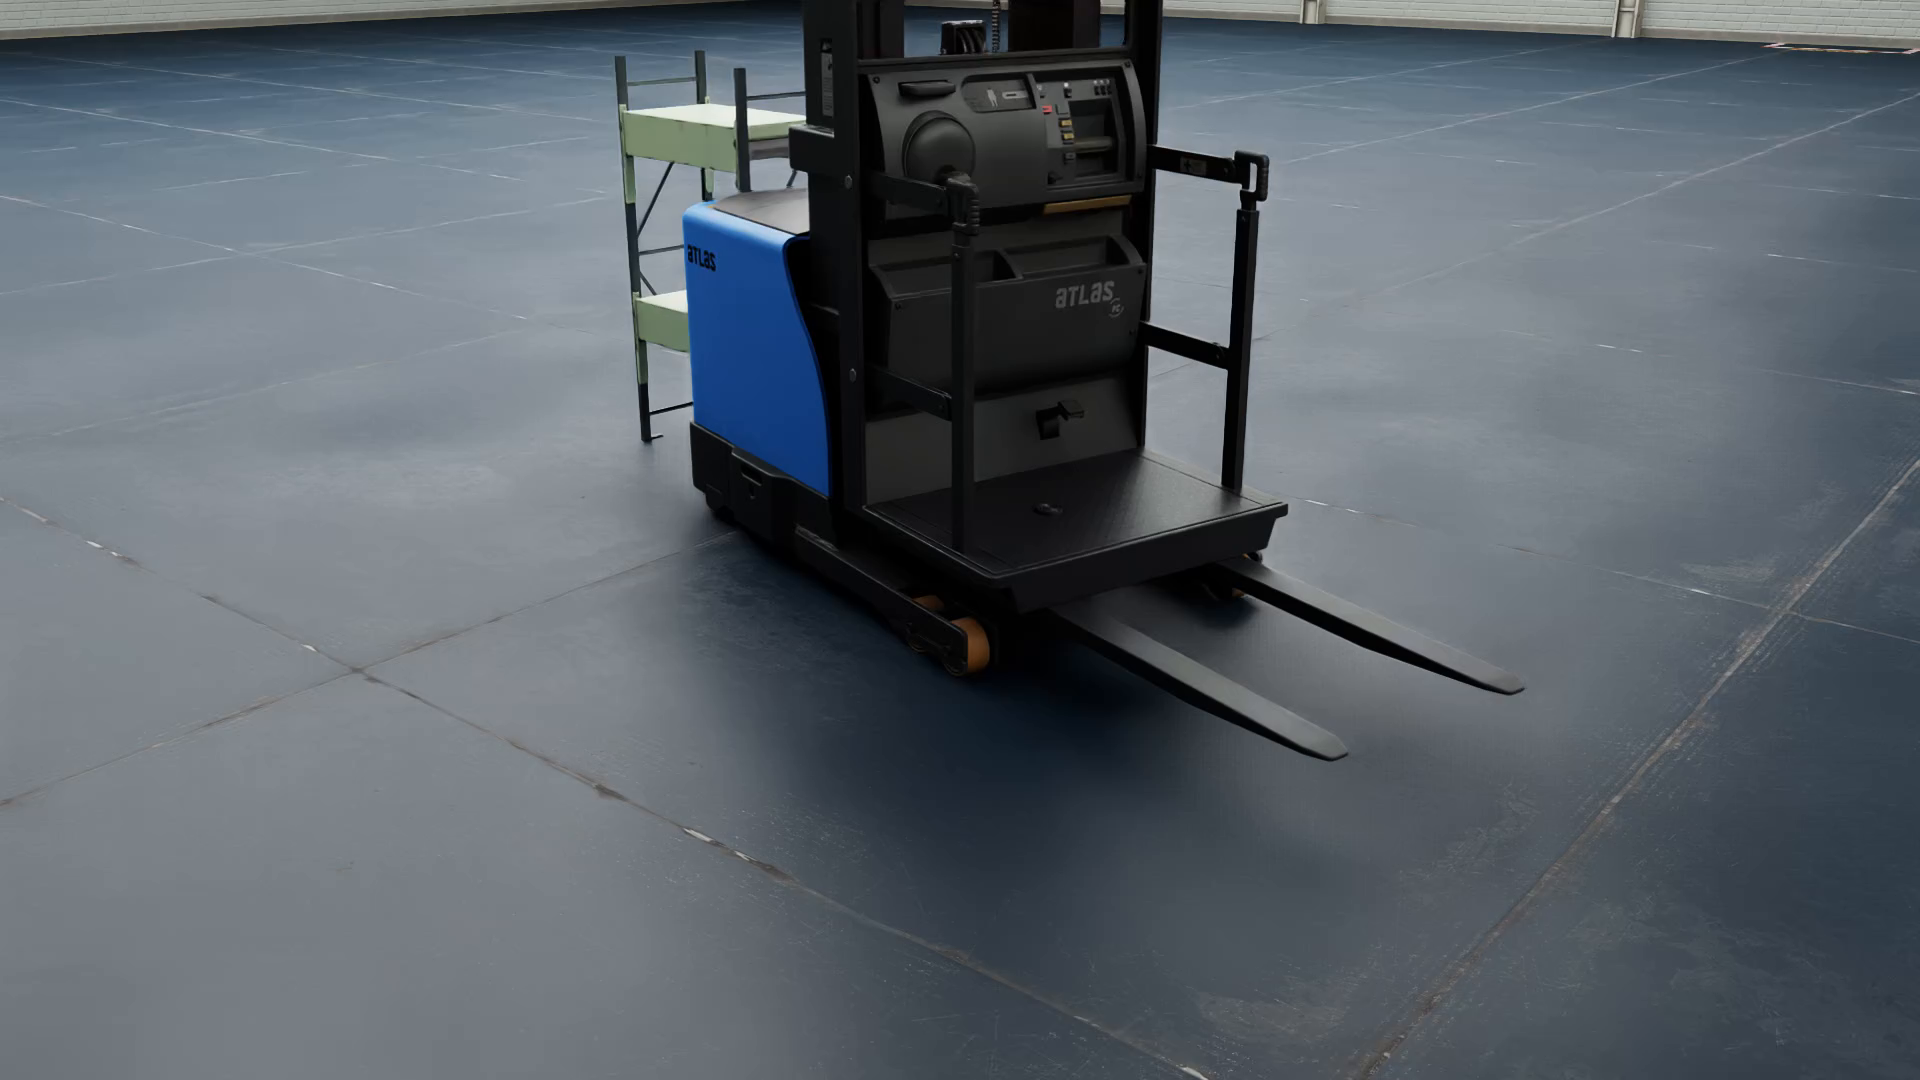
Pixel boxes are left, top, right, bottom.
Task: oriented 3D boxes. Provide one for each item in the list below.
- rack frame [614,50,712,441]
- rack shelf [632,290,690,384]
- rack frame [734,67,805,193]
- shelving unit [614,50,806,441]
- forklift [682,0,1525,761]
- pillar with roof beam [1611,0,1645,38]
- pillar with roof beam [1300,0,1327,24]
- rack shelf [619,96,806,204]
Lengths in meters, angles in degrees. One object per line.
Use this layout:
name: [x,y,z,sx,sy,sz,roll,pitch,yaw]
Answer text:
rack frame: [-1.144,-1.156,6.608,0.400,1.500,0.023,-19,28,-41]
rack shelf: [-0.887,-0.759,6.479,0.431,0.370,0.720,-19,28,-41]
rack frame: [-0.630,-0.972,6.120,0.400,1.500,0.023,-19,28,-41]
shelving unit: [-0.887,-1.064,6.364,0.431,1.500,0.755,-19,28,-41]
forklift: [0.271,-1.180,4.643,1.130,2.935,3.031,-13,24,-31]
pillar with roof beam: [8.754,-11.708,23.962,0.400,9.000,9.100,16,26,36]
pillar with roof beam: [4.105,-13.047,27.512,0.400,9.000,9.100,16,26,36]
rack shelf: [-0.887,-1.429,6.226,0.431,0.370,0.720,-19,28,-41]
